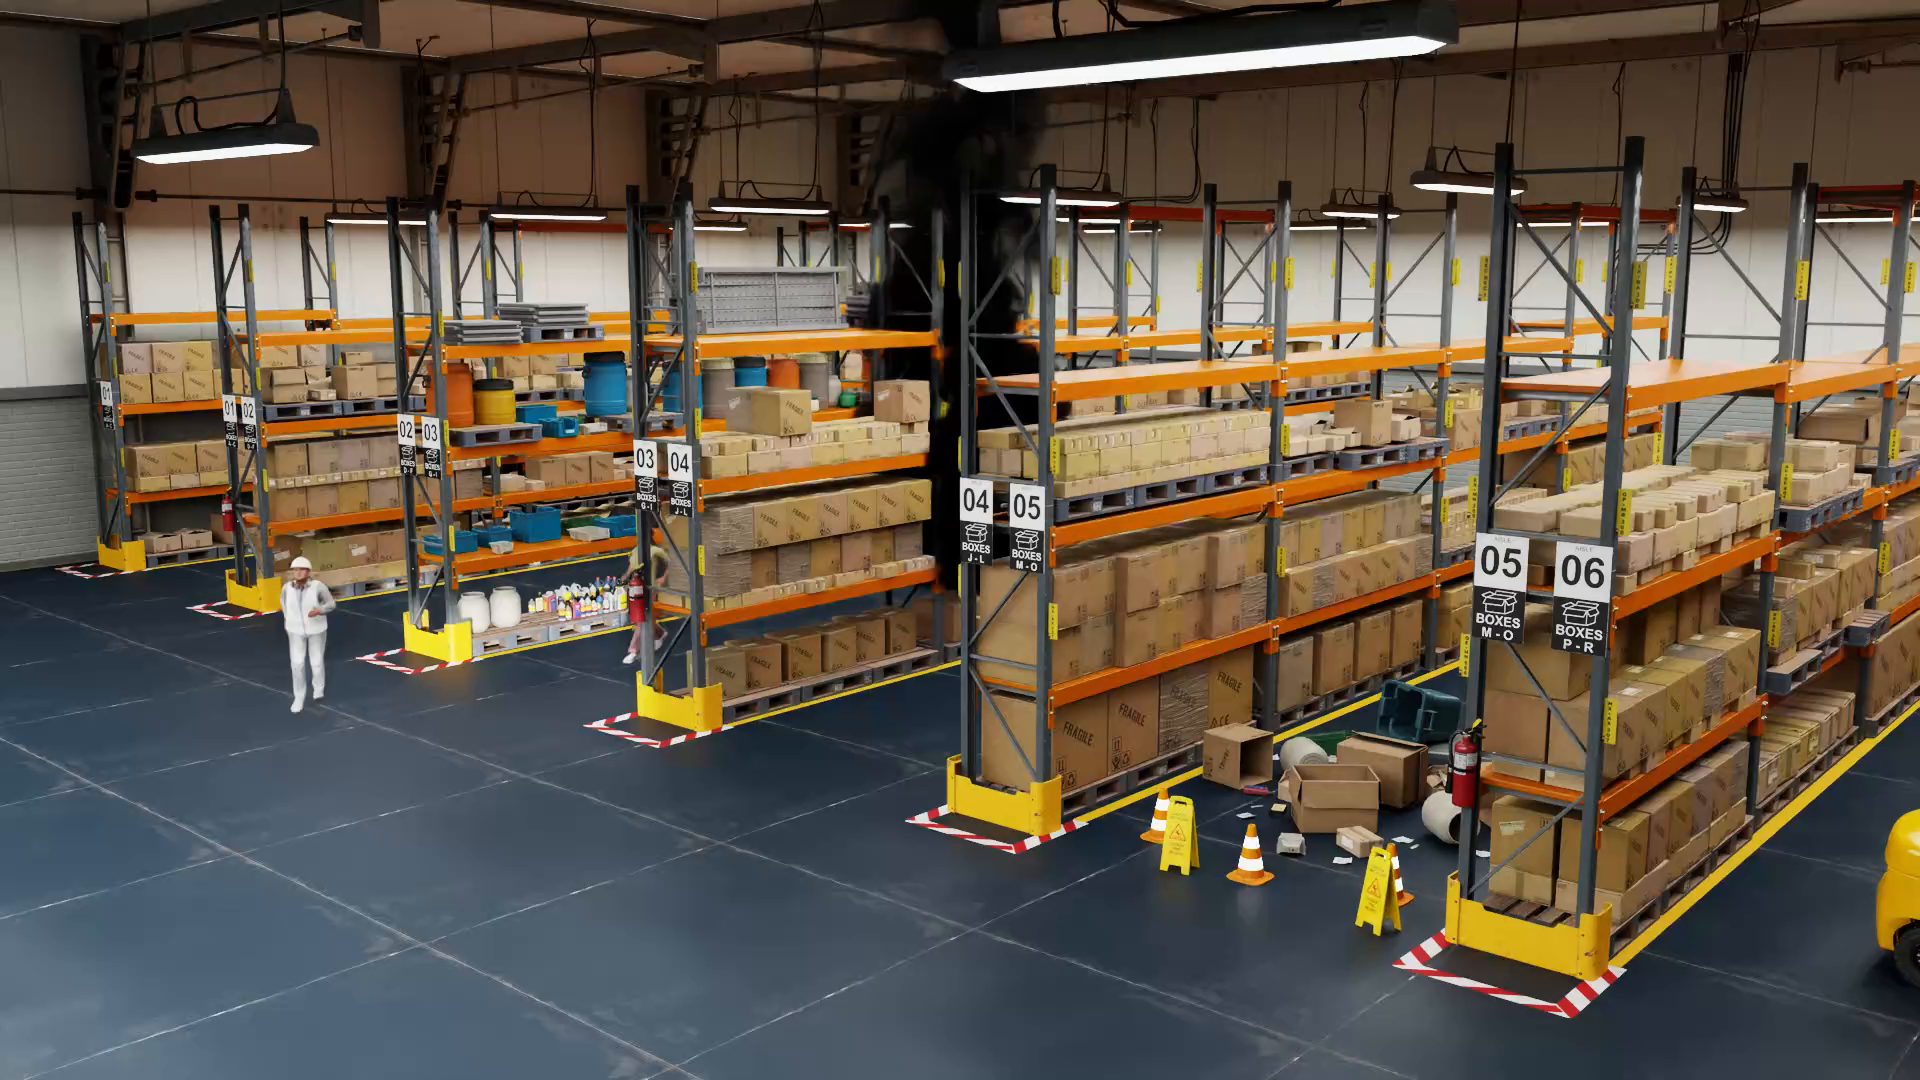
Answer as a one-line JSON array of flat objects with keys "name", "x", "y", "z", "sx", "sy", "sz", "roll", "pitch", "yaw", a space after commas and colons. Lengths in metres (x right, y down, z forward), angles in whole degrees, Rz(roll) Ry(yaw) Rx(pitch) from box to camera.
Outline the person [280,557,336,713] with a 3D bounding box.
[{"name": "person", "x": -7.606, "y": 1.087, "z": 19.435, "sx": 0.648, "sy": 1.823, "sz": 0.779, "roll": -2, "pitch": 10, "yaw": -13}]

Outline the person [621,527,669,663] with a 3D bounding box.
[{"name": "person", "x": -3.919, "y": 0.646, "z": 20.649, "sx": 0.592, "sy": 1.656, "sz": 0.866, "roll": 6, "pitch": 11, "yaw": 30}]
